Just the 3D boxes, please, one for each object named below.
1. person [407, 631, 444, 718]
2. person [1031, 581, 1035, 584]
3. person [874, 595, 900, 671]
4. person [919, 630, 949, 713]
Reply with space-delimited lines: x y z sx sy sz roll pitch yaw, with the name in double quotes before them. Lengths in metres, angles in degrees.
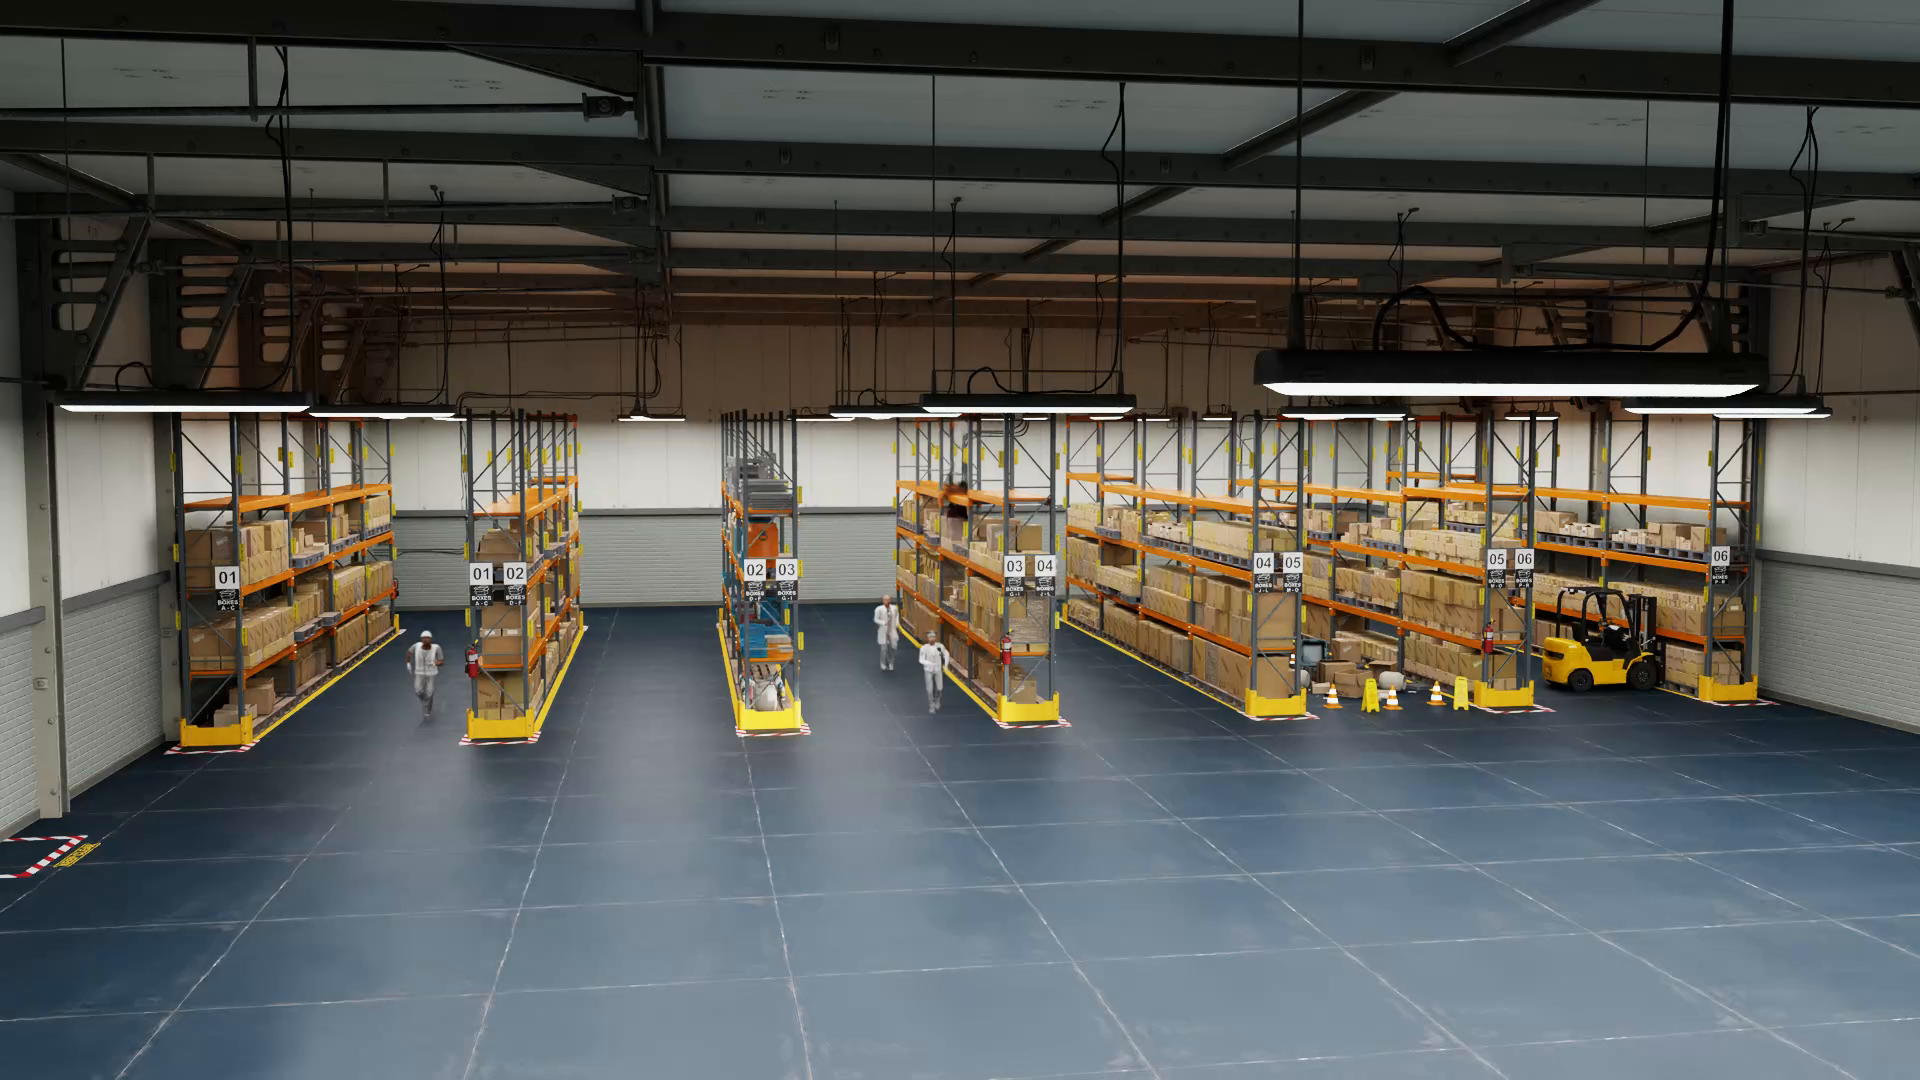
"person" -10.328 2.610 32.078 0.730 1.724 0.716 -1 4 -9
"person" 1.955 1.640 47.149 0.606 1.605 0.539 0 4 0
"person" -1.678 2.155 38.539 0.672 1.771 0.838 -1 4 -18
"person" -0.500 2.601 32.822 0.606 1.665 0.613 0 4 -6
